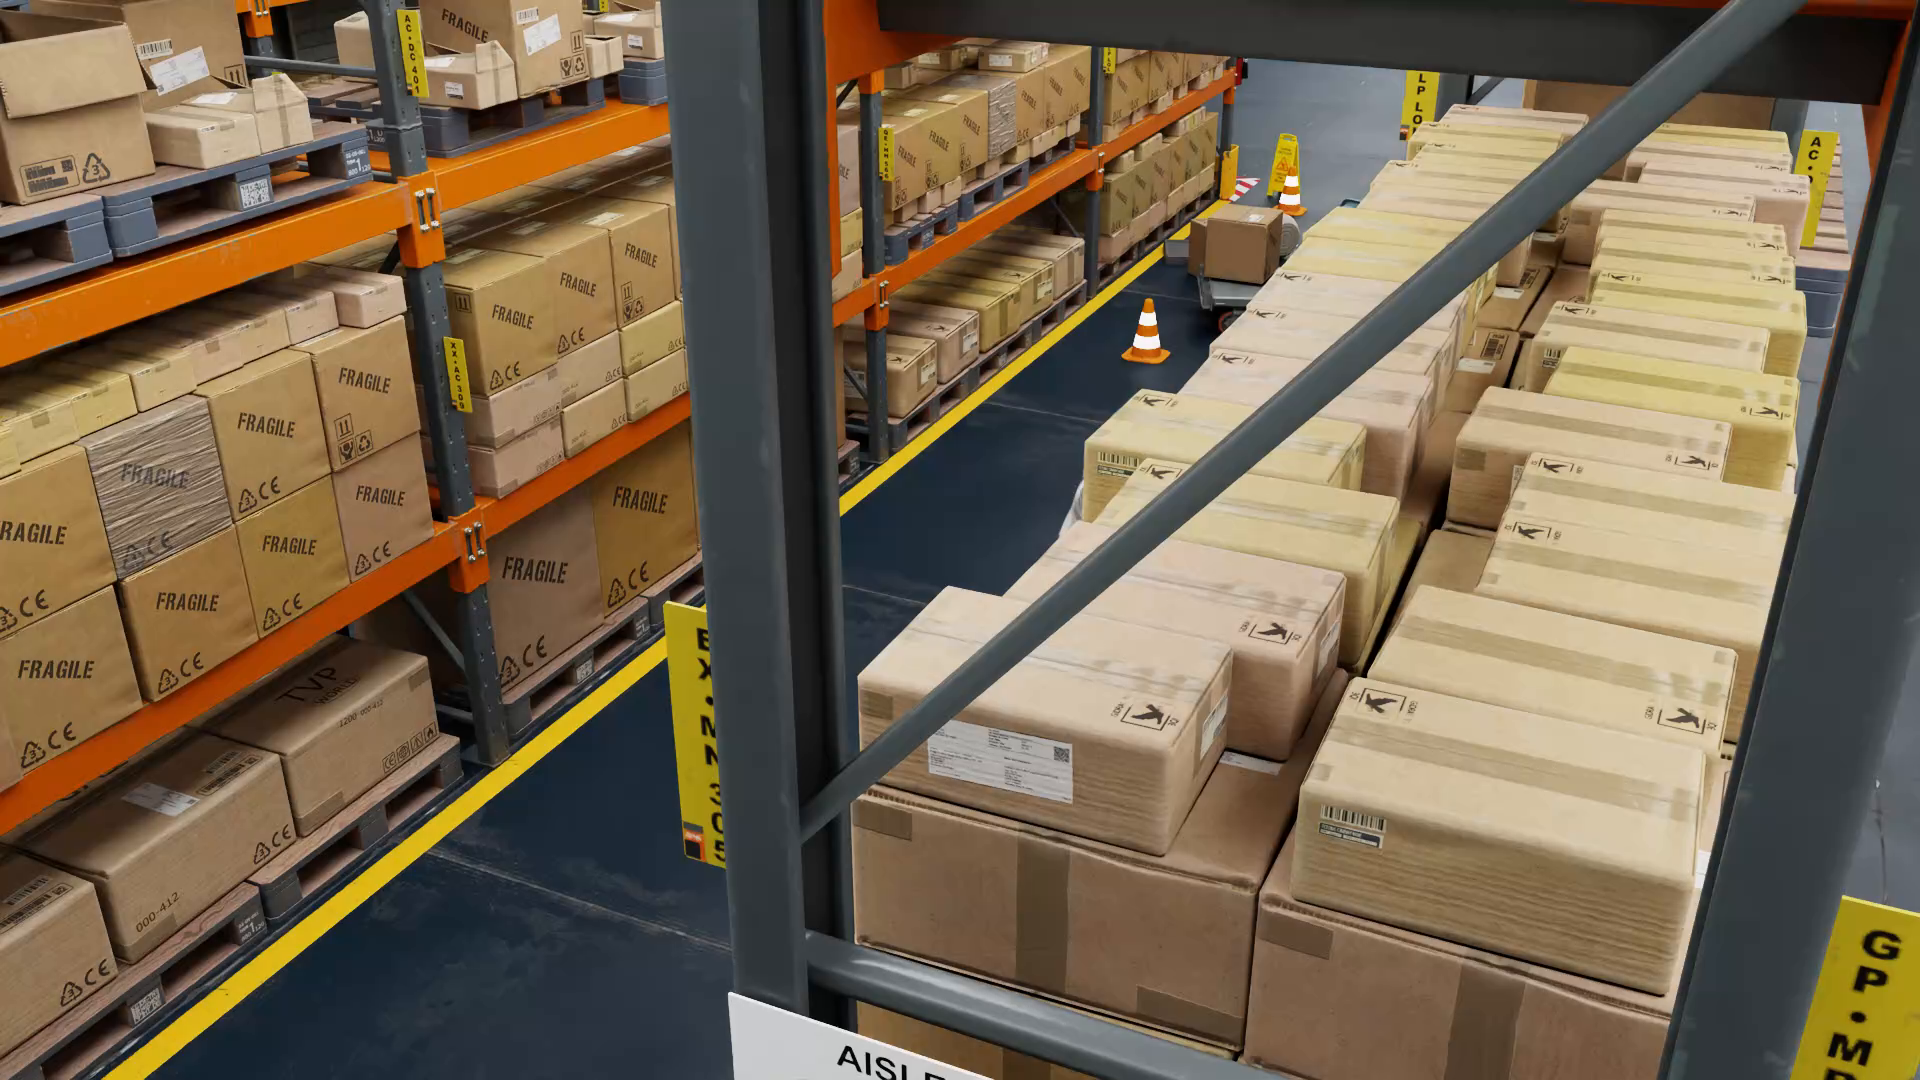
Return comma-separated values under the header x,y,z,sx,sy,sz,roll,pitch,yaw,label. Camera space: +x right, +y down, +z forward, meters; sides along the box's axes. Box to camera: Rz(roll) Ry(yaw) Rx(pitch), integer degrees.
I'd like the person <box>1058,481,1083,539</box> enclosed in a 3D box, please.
x,y,z,sx,sy,sz,roll,pitch,yaw,label
0.744,0.170,7.925,0.606,1.624,0.598,12,28,23,person
